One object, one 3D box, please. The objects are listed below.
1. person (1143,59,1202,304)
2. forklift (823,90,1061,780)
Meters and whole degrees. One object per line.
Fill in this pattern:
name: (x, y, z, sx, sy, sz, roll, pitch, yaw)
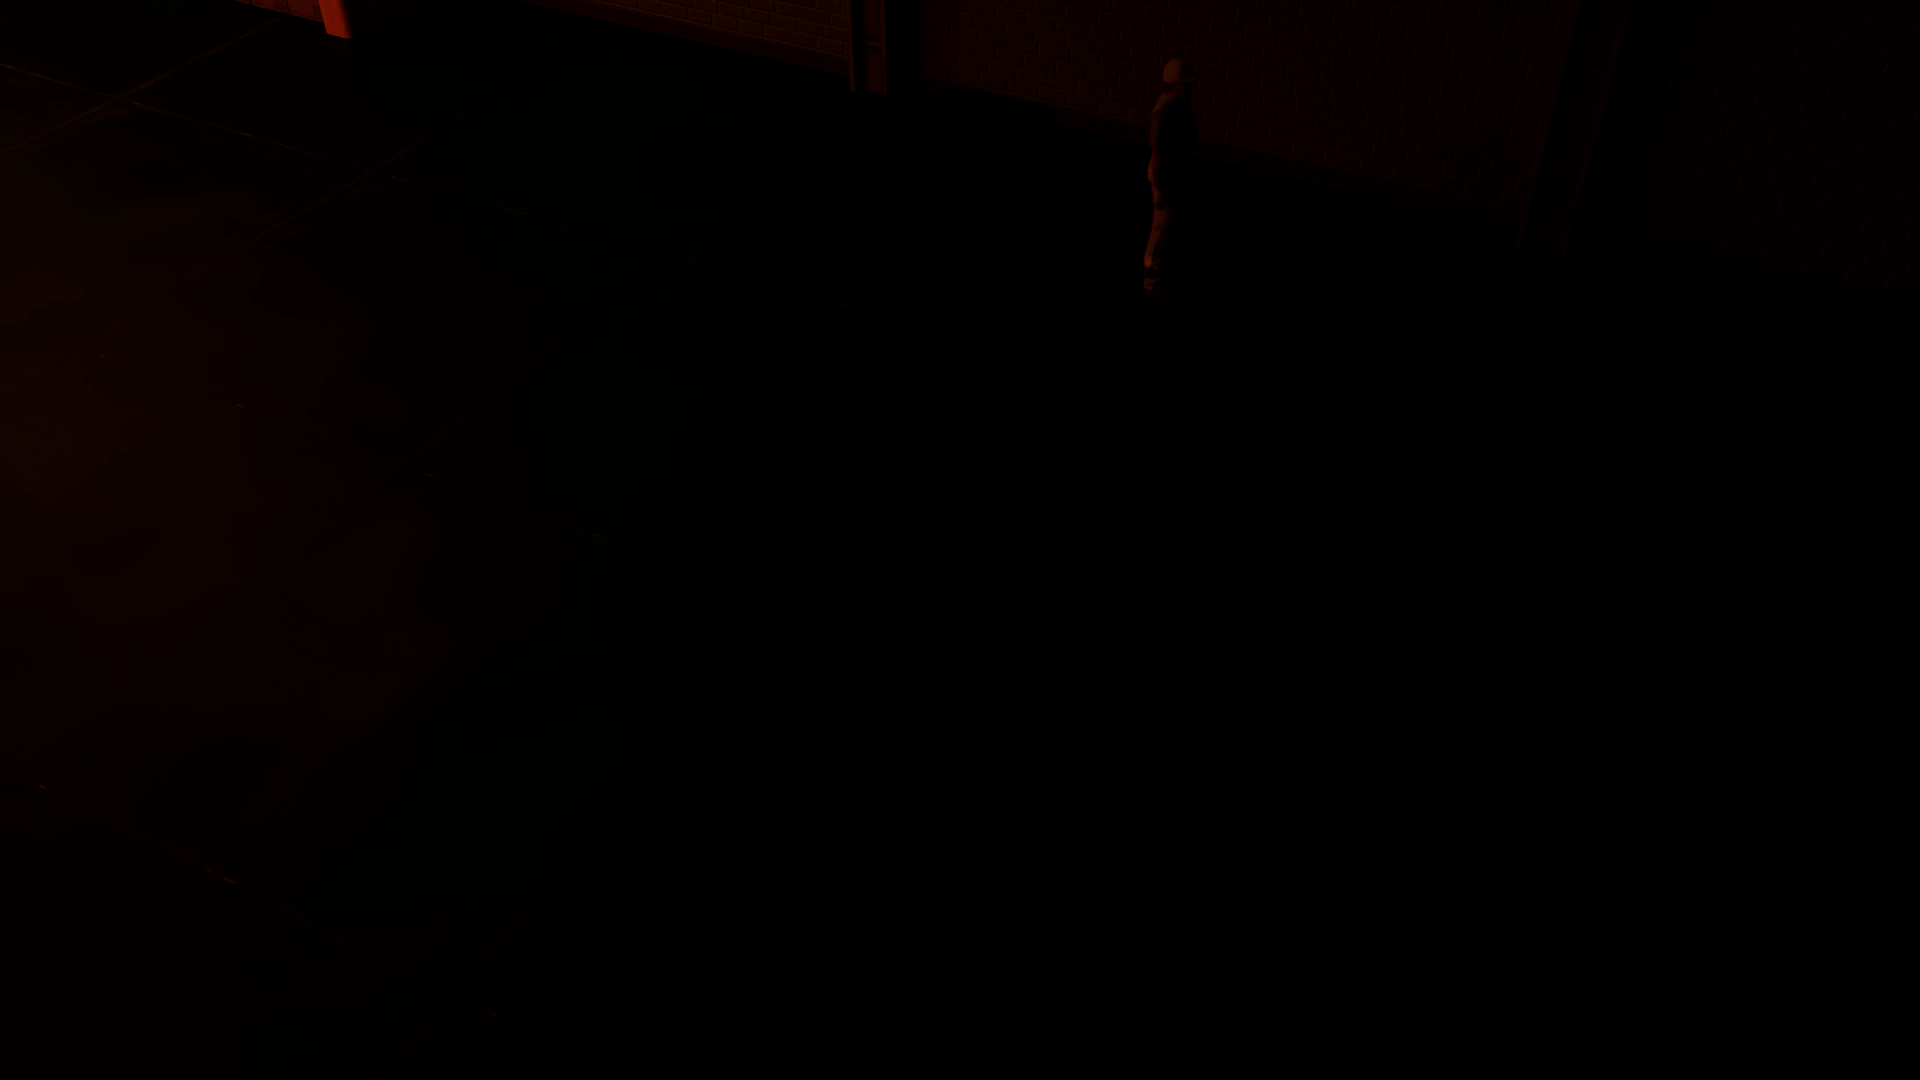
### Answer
person: (1.534, -2.592, 11.952, 0.370, 1.795, 0.595, 11, 41, 13)
forklift: (-0.063, -0.727, 8.849, 1.130, 2.935, 3.031, 5, 40, 5)
